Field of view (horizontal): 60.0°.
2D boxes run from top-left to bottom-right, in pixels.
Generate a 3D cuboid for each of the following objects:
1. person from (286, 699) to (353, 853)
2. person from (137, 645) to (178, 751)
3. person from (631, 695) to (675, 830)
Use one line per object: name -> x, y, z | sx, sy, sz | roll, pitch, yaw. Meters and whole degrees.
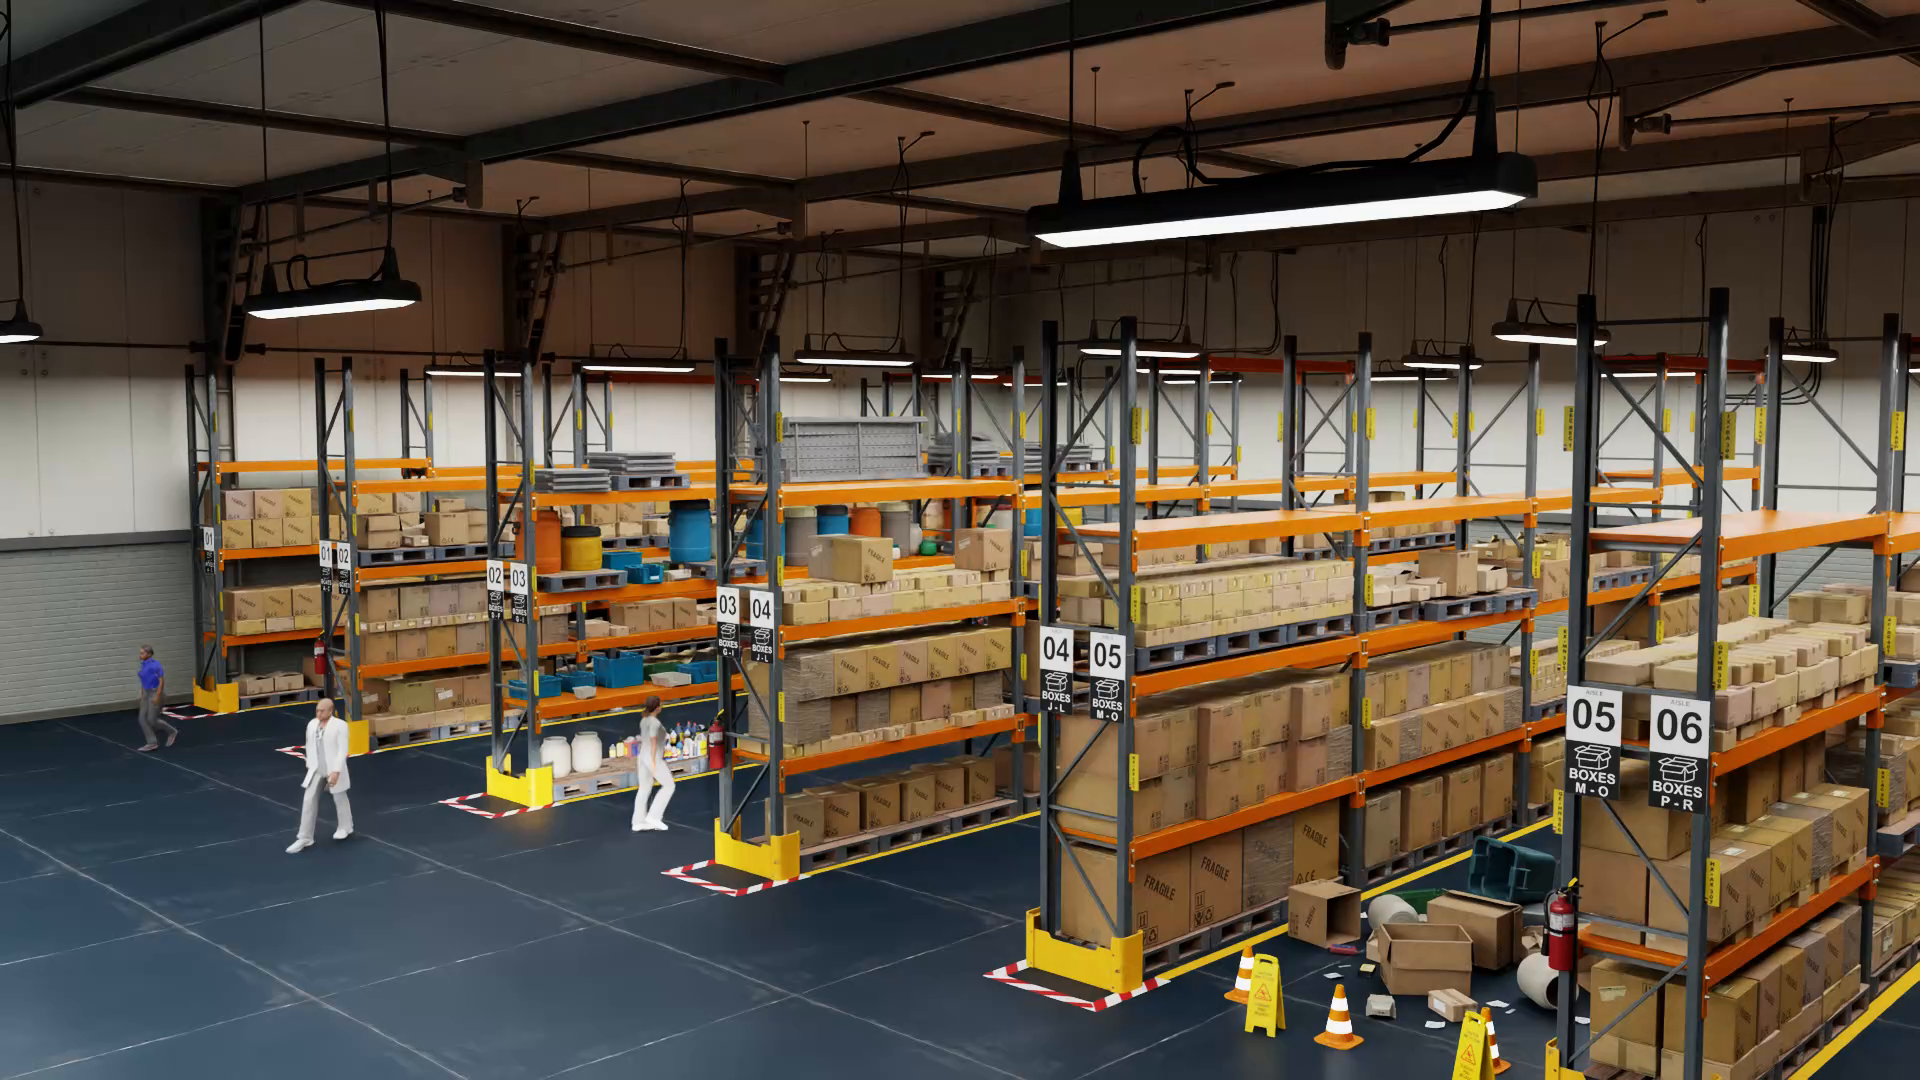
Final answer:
person -> -7.567, 2.761, 19.815 | 0.602, 1.757, 0.944 | 0, 4, 5
person -> -12.325, 2.406, 25.515 | 0.536, 1.640, 0.551 | 4, 6, 39
person -> -3.829, 2.749, 20.565 | 0.514, 1.655, 0.478 | -3, 5, -36
